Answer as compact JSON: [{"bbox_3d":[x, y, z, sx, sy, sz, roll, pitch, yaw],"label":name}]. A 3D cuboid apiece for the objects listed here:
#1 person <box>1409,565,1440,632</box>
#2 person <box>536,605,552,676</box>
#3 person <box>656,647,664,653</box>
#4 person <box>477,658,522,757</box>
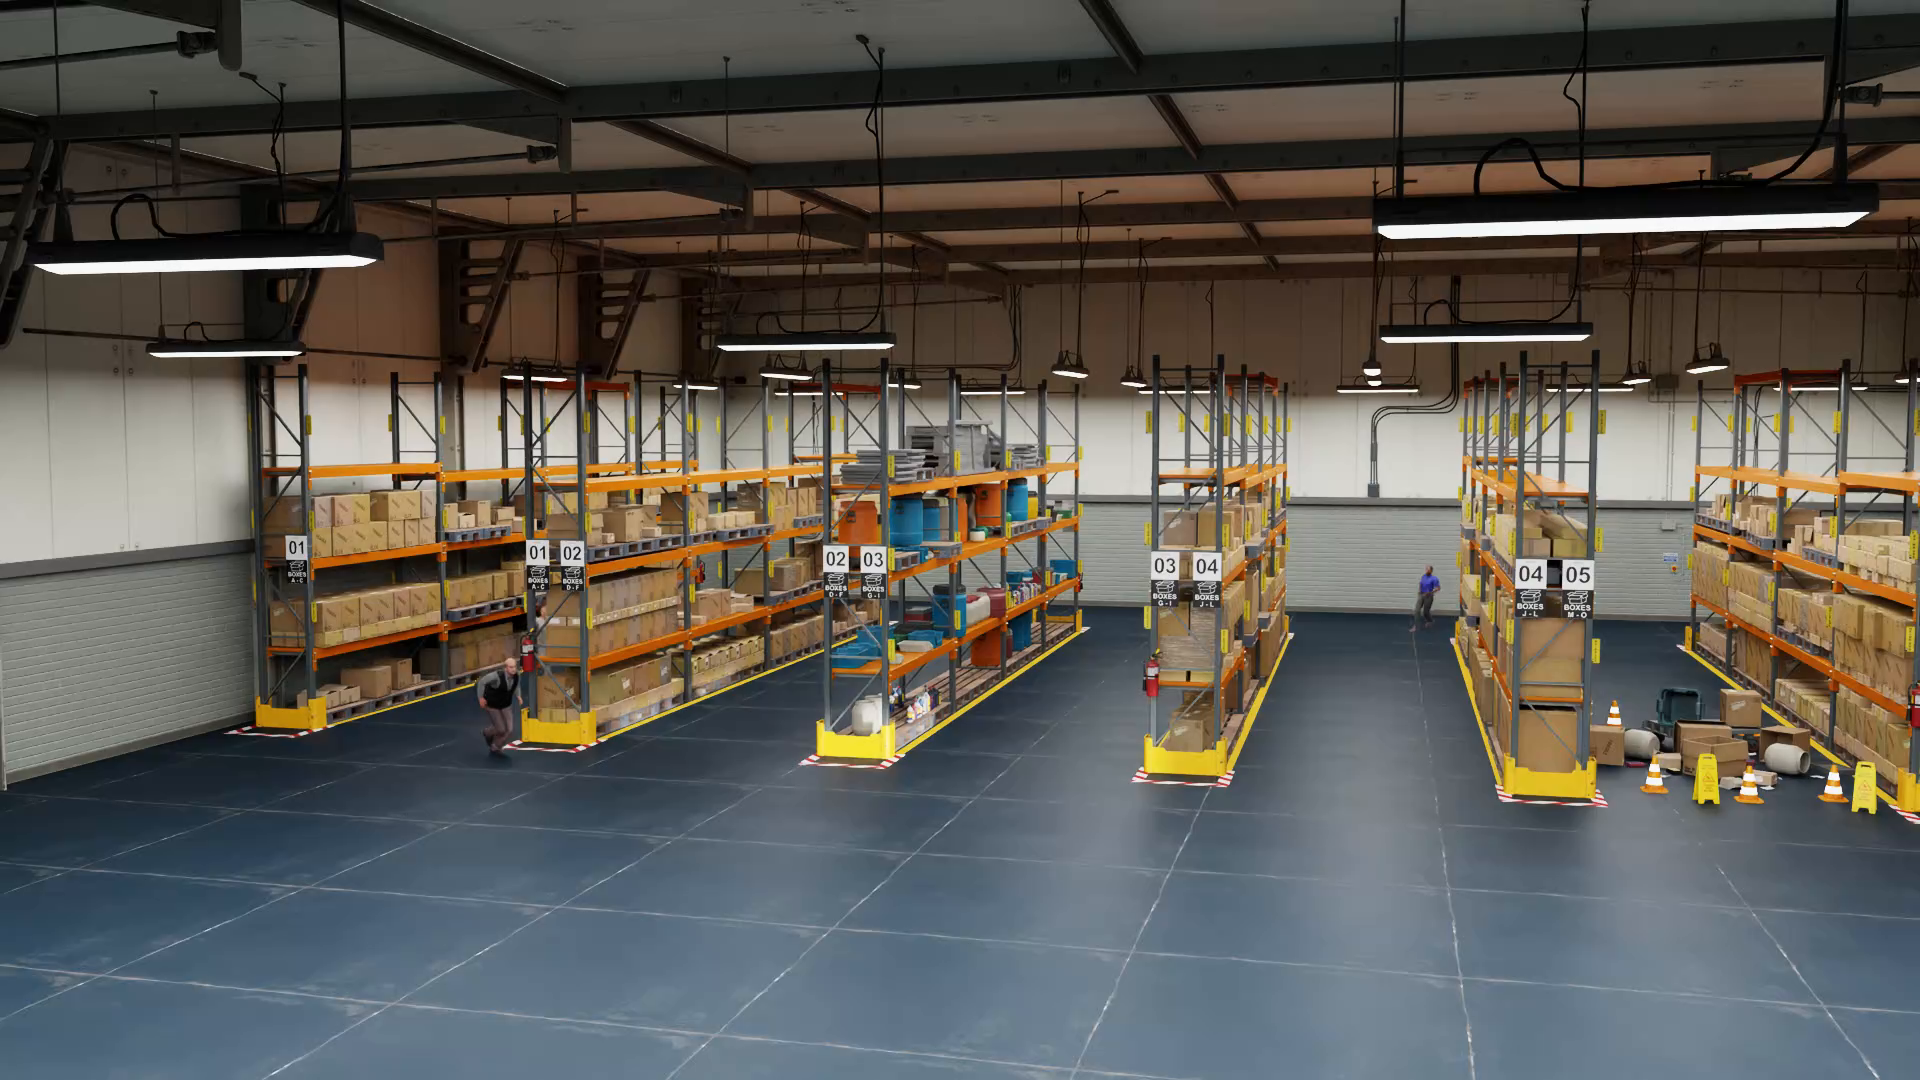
[{"bbox_3d":[11.372,1.420,40.349,0.852,1.630,0.620,-4,5,-42],"label":"person"},{"bbox_3d":[-7.904,2.020,31.702,0.560,1.618,0.735,-1,4,-9],"label":"person"},{"bbox_3d":[-6.079,1.828,33.663,0.673,1.735,0.676,0,4,3],"label":"person"},{"bbox_3d":[-6.942,2.521,25.005,0.829,1.542,0.681,4,5,43],"label":"person"}]
